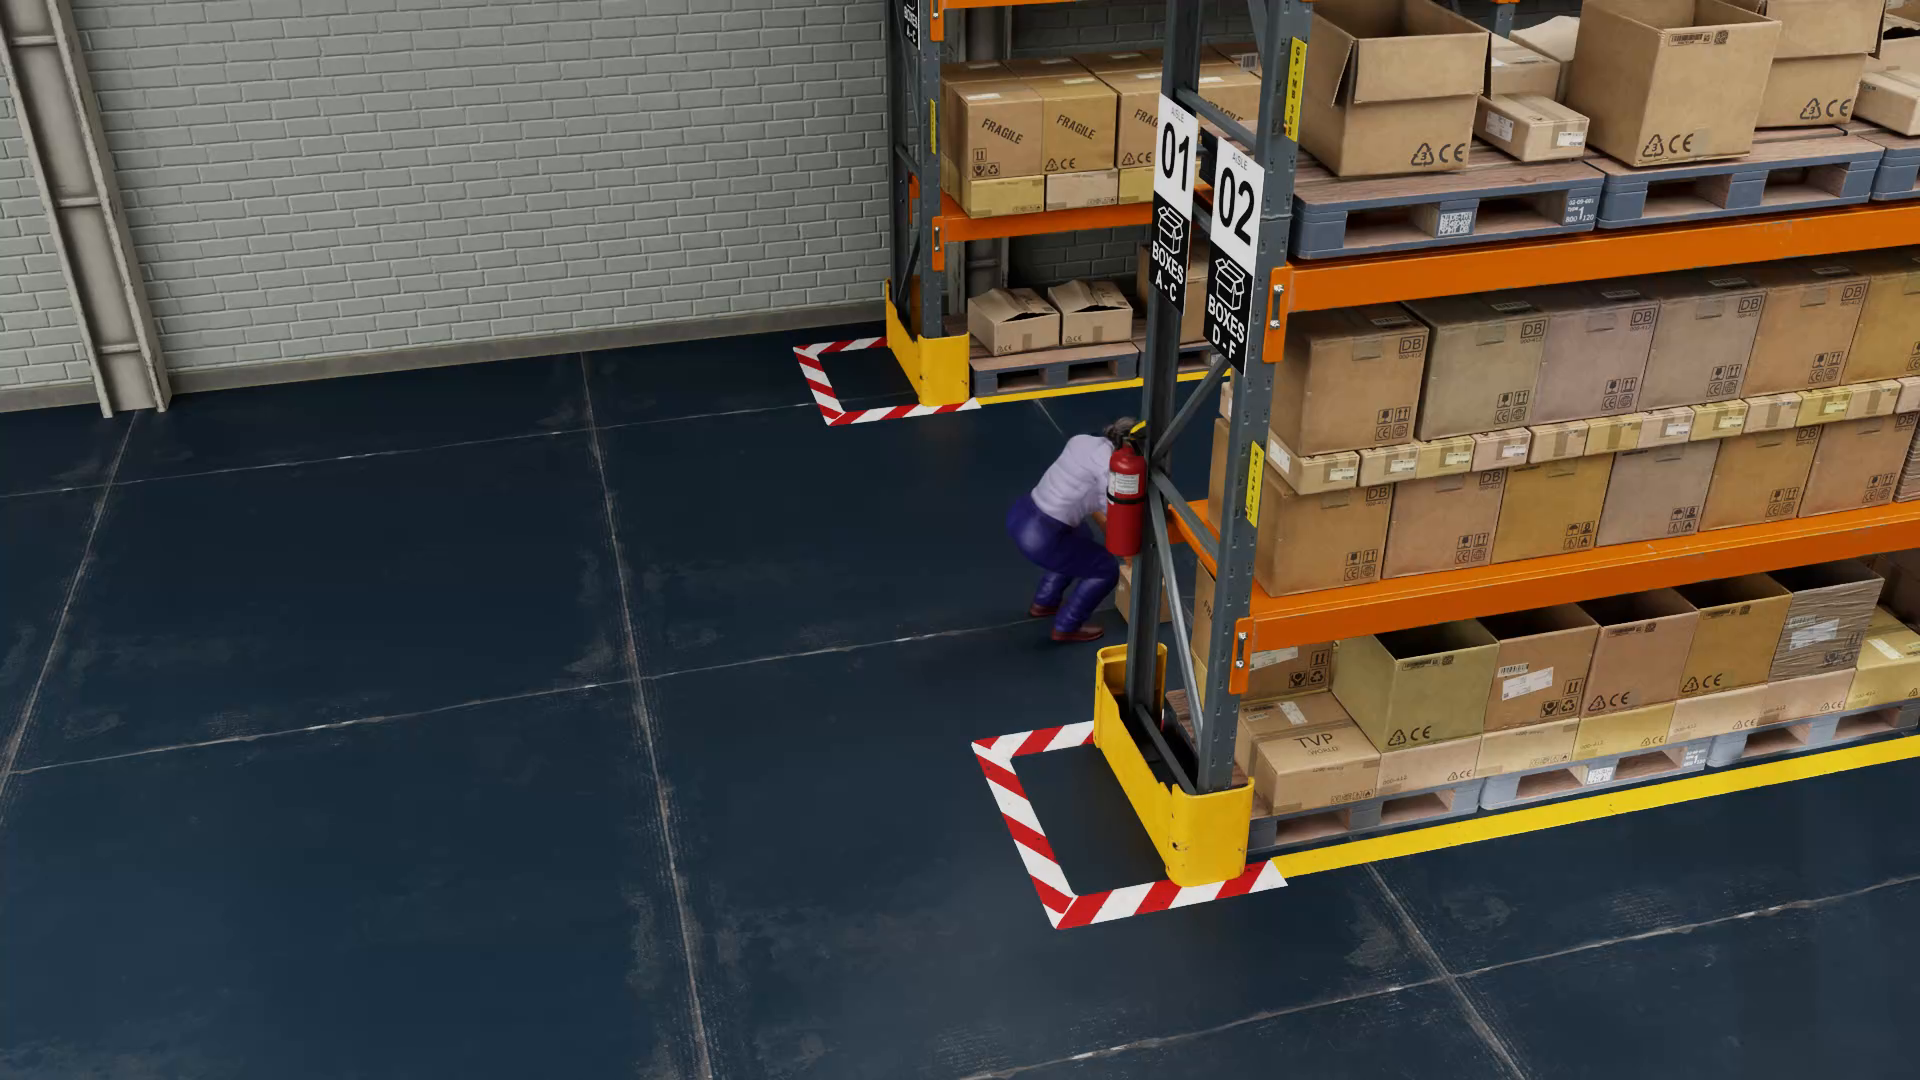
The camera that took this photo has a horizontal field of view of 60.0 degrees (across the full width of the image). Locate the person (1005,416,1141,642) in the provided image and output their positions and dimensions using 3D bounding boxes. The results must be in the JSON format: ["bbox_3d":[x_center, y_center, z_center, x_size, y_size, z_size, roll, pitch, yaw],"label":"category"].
[{"bbox_3d":[0.608,-0.074,8.825,0.741,1.197,0.531,-8,31,-13],"label":"person"}]
